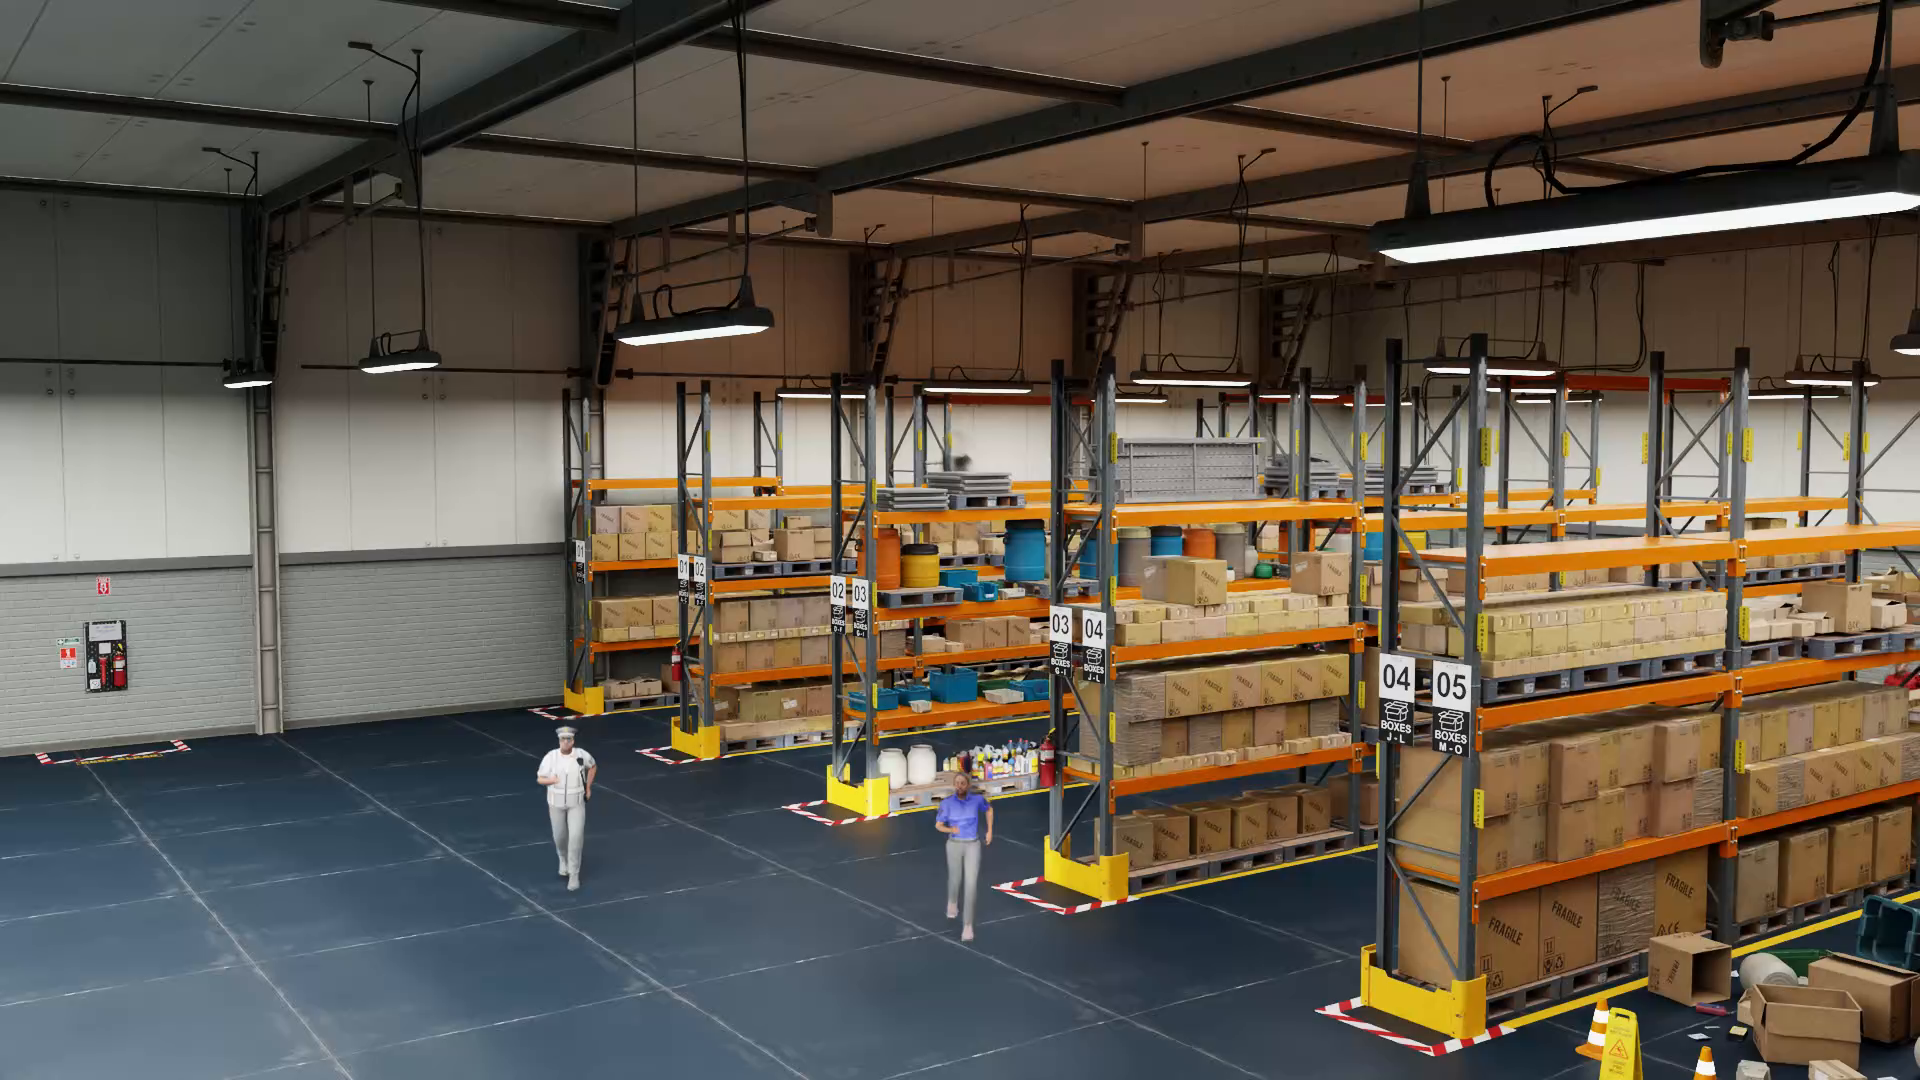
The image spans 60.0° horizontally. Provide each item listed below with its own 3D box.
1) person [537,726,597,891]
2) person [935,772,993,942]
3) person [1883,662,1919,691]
[{"bbox_3d":[-4.511,3.025,19.075,0.652,1.800,0.894,-1,4,-9],"label":"person"},{"bbox_3d":[0.045,3.235,17.286,0.586,1.704,0.895,0,4,3],"label":"person"},{"bbox_3d":[14.655,2.679,25.855,0.536,1.651,0.701,-3,5,-42],"label":"person"}]
